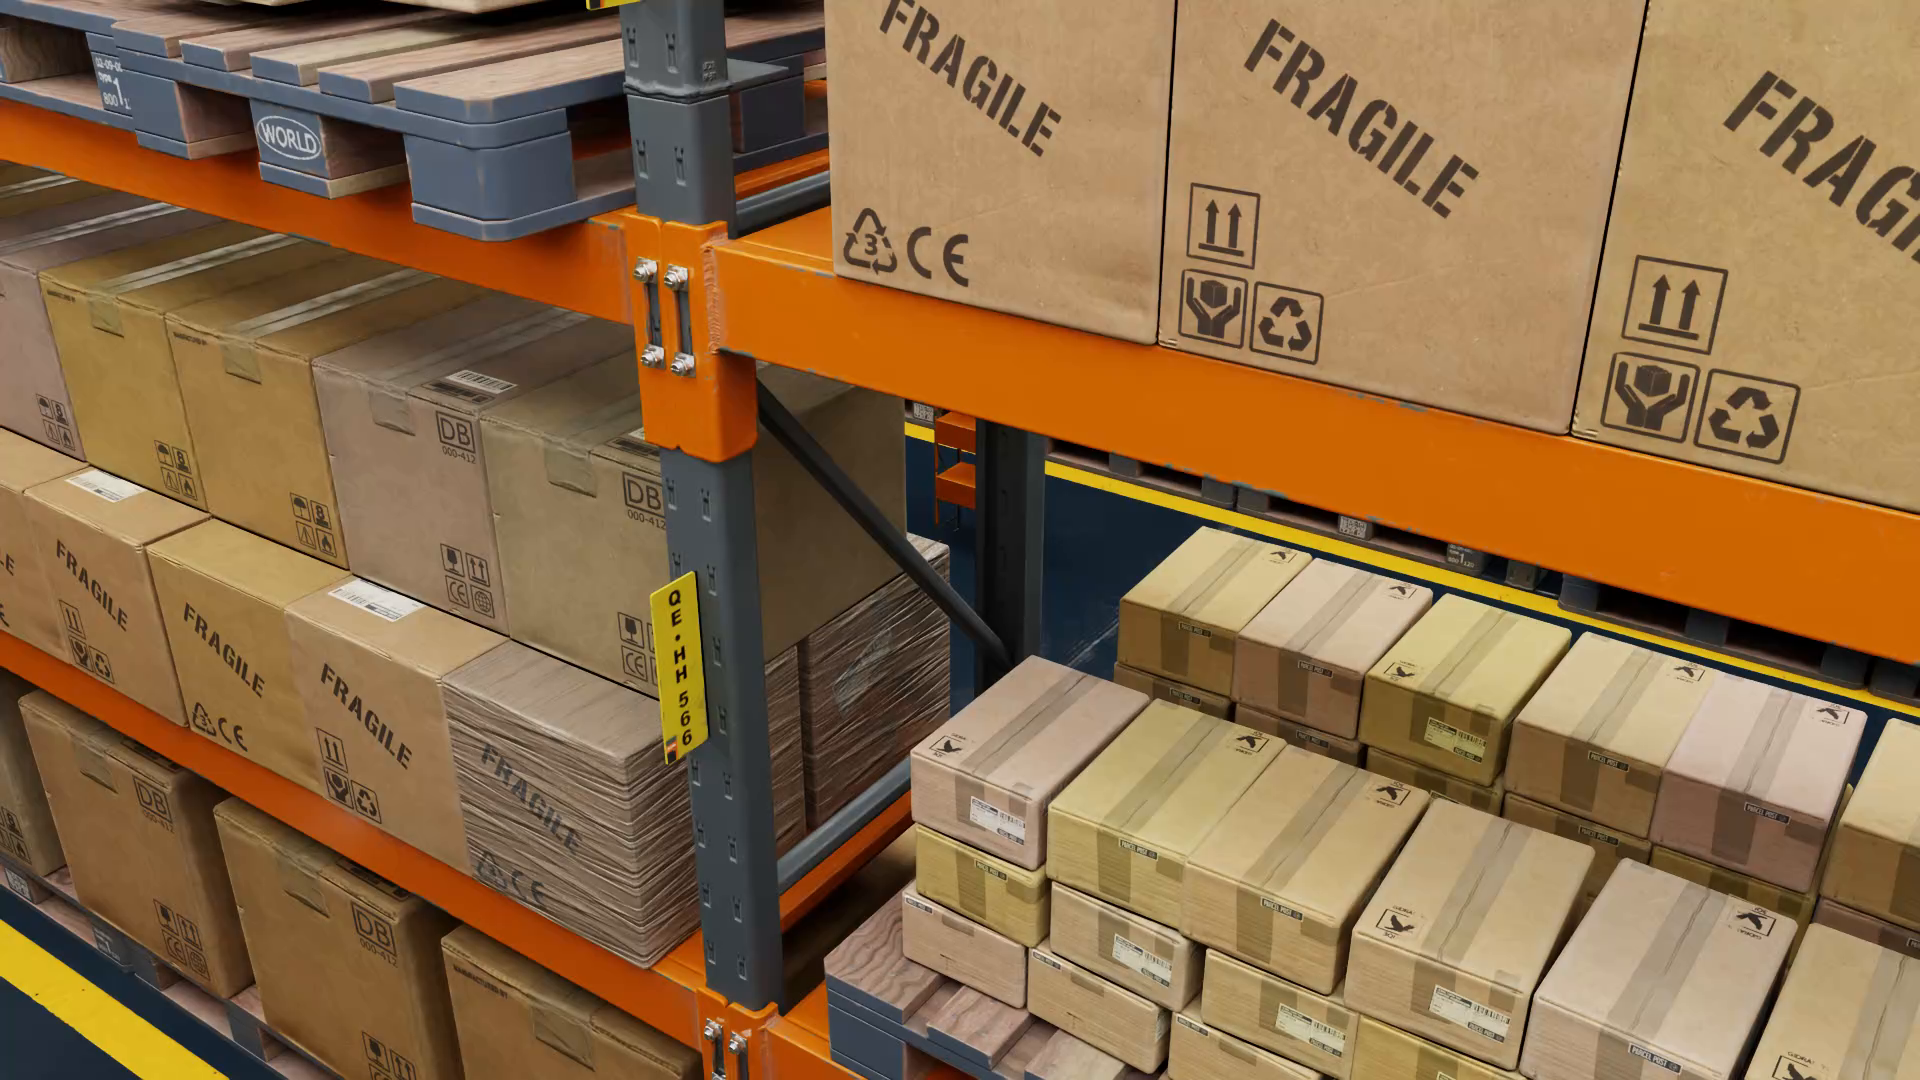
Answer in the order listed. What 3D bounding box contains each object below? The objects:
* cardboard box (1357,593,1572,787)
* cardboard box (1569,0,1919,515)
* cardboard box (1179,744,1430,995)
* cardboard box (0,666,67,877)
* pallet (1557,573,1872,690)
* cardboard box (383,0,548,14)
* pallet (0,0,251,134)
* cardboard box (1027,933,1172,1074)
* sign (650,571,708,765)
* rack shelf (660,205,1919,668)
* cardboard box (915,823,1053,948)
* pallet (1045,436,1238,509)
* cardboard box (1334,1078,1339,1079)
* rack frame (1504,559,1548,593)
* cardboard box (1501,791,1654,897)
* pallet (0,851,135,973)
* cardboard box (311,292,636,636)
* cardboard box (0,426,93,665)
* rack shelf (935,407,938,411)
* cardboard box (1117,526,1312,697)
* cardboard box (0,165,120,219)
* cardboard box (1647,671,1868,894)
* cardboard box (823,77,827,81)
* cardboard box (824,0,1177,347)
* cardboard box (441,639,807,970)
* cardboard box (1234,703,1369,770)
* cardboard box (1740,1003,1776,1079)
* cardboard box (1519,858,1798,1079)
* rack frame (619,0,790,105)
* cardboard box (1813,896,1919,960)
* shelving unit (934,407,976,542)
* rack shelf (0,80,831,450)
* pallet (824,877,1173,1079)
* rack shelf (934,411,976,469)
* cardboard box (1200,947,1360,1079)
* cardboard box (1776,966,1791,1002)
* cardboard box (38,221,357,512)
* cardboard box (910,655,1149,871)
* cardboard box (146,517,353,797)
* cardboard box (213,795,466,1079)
[{"bbox_3d":[0.935,0.268,3.073,0.250,0.149,0.380,18,32,32],"label":"cardboard box"},{"bbox_3d":[1.001,-0.361,1.735,0.500,0.500,0.500,17,32,30],"label":"cardboard box"},{"bbox_3d":[0.543,0.505,2.608,0.250,0.149,0.380,17,32,30],"label":"cardboard box"},{"bbox_3d":[-2.885,0.436,5.604,0.750,0.750,1.050,17,32,30],"label":"cardboard box"},{"bbox_3d":[3.348,0.167,7.190,1.213,0.211,1.003,17,32,30],"label":"pallet"},{"bbox_3d":[-0.769,-1.014,2.813,0.250,0.166,0.380,17,32,30],"label":"cardboard box"},{"bbox_3d":[-1.635,-1.163,3.628,1.213,0.211,1.003,19,33,33],"label":"pallet"},{"bbox_3d":[0.325,0.706,2.870,0.250,0.149,0.380,19,33,33],"label":"cardboard box"},{"bbox_3d":[-0.462,0.214,2.746,0.005,0.325,0.100,17,32,30],"label":"sign"},{"bbox_3d":[1.498,0.019,1.891,4.000,0.370,1.077,17,32,30],"label":"rack shelf"},{"bbox_3d":[0.134,0.513,2.921,0.250,0.149,0.380,19,33,33],"label":"cardboard box"},{"bbox_3d":[1.096,-0.579,8.654,1.213,0.211,1.003,17,32,30],"label":"pallet"},{"bbox_3d":[0.771,0.844,2.599,0.250,0.149,0.380,19,33,33],"label":"cardboard box"},{"bbox_3d":[2.741,-1.307,7.010,0.127,3.000,1.000,17,32,30],"label":"rack frame"},{"bbox_3d":[1.160,0.469,3.006,0.250,0.149,0.380,17,32,30],"label":"cardboard box"},{"bbox_3d":[-2.769,0.907,5.734,1.213,0.211,1.003,17,32,30],"label":"pallet"},{"bbox_3d":[-0.933,-0.217,3.656,0.500,0.500,0.700,17,31,30],"label":"cardboard box"},{"bbox_3d":[-2.339,-0.056,4.442,0.500,0.500,0.500,17,32,30],"label":"cardboard box"},{"bbox_3d":[0.044,-0.698,7.361,0.240,0.259,0.215,17,32,30],"label":"rack shelf"},{"bbox_3d":[0.513,0.136,3.334,0.250,0.149,0.380,16,31,28],"label":"cardboard box"},{"bbox_3d":[-2.610,-0.739,4.682,0.500,0.500,0.700,17,31,29],"label":"cardboard box"},{"bbox_3d":[1.352,0.400,2.815,0.250,0.149,0.380,17,32,30],"label":"cardboard box"},{"bbox_3d":[-0.892,-2.650,9.211,0.500,0.500,0.875,17,32,30],"label":"cardboard box"},{"bbox_3d":[0.170,-0.614,2.231,0.500,0.500,0.500,17,32,30],"label":"cardboard box"},{"bbox_3d":[-0.674,0.462,3.425,0.500,0.500,0.500,17,32,30],"label":"cardboard box"},{"bbox_3d":[0.736,0.338,3.264,0.250,0.149,0.380,19,32,32],"label":"cardboard box"},{"bbox_3d":[0.994,0.778,2.400,0.250,0.149,0.380,17,32,30],"label":"cardboard box"},{"bbox_3d":[0.986,0.642,2.339,0.250,0.149,0.380,19,33,33],"label":"cardboard box"},{"bbox_3d":[-0.150,-2.152,2.057,0.127,3.000,1.000,17,32,30],"label":"rack frame"},{"bbox_3d":[1.579,0.601,2.748,0.250,0.149,0.380,18,32,32],"label":"cardboard box"},{"bbox_3d":[0.044,-0.454,7.485,0.252,1.050,0.215,17,32,30],"label":"shelving unit"},{"bbox_3d":[-1.799,-1.008,3.910,4.000,0.370,1.077,17,32,30],"label":"rack shelf"},{"bbox_3d":[0.497,0.750,3.180,1.003,0.211,1.213,17,32,30],"label":"pallet"},{"bbox_3d":[0.044,-0.445,7.490,0.240,0.259,0.215,17,32,30],"label":"rack shelf"},{"bbox_3d":[0.581,0.649,2.653,0.250,0.149,0.380,16,31,29],"label":"cardboard box"},{"bbox_3d":[1.358,0.666,2.949,0.250,0.149,0.380,16,31,28],"label":"cardboard box"},{"bbox_3d":[-1.778,-0.479,4.171,0.500,0.500,0.700,17,32,30],"label":"cardboard box"},{"bbox_3d":[0.124,0.374,2.867,0.250,0.149,0.380,17,32,30],"label":"cardboard box"},{"bbox_3d":[-1.496,0.205,3.930,0.500,0.500,0.500,17,31,29],"label":"cardboard box"},{"bbox_3d":[-1.324,0.924,4.645,0.750,0.750,1.050,18,32,31],"label":"cardboard box"}]
